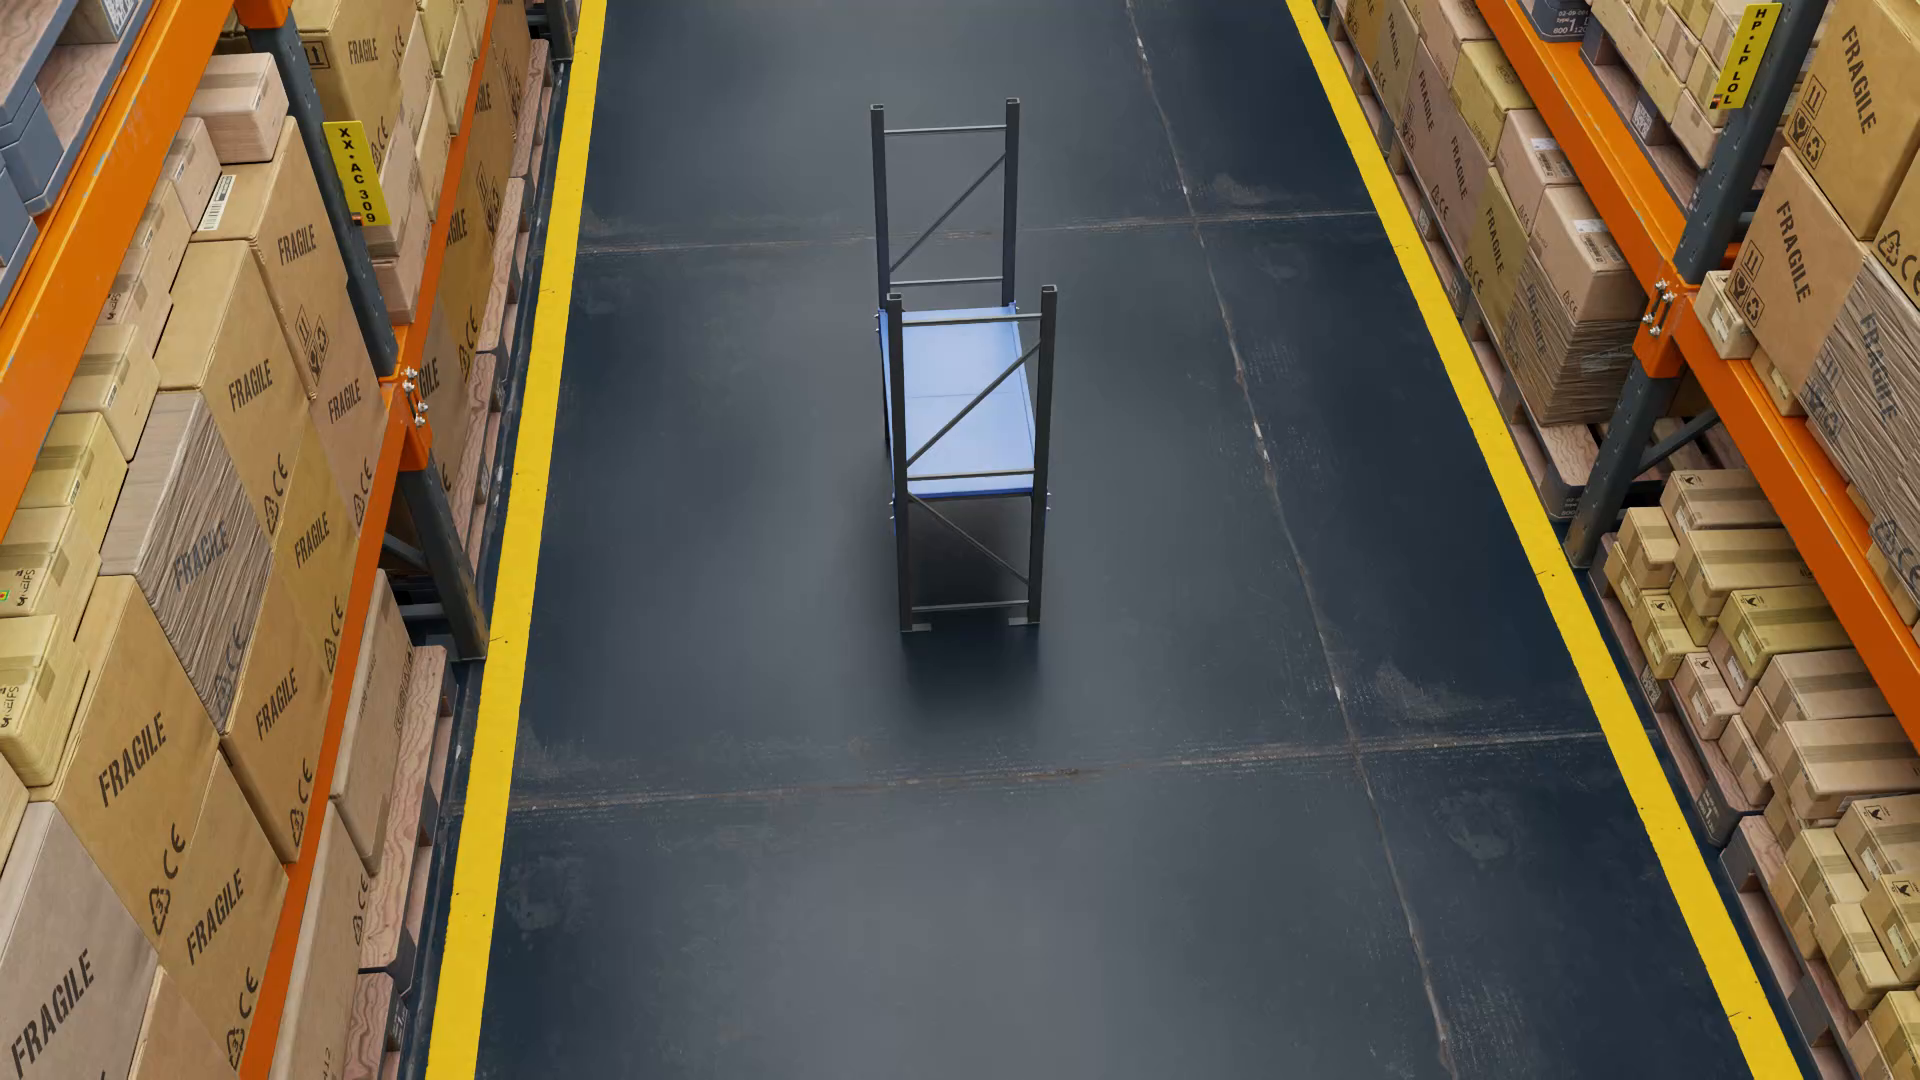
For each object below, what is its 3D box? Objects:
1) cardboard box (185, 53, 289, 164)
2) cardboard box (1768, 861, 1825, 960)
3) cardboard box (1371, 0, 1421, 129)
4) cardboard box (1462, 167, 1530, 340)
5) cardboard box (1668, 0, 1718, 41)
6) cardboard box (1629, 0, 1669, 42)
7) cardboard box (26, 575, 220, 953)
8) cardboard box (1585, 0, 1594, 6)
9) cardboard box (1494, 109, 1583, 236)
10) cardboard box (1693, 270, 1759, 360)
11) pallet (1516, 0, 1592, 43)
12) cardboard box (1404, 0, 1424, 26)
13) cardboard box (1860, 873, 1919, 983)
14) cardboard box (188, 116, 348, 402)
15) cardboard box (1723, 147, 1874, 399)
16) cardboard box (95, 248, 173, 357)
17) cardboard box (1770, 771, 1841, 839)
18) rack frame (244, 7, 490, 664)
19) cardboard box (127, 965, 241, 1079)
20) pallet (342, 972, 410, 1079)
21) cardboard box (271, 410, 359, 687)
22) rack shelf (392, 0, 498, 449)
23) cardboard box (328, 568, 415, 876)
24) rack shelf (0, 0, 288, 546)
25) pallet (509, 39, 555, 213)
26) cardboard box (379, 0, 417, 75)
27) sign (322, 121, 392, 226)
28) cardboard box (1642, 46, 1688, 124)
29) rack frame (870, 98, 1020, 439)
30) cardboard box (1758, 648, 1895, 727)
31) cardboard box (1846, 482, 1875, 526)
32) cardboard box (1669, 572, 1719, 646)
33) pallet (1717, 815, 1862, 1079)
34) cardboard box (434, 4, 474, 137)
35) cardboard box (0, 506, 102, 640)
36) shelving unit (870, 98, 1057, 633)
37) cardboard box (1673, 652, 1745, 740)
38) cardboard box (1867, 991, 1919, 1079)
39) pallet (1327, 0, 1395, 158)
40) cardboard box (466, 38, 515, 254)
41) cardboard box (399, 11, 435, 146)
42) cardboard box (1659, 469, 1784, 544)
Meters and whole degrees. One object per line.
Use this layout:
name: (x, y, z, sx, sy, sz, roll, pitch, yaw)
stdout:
cardboard box: (-1.825, -1.017, 3.943, 0.380, 0.149, 0.250, -4, 47, -4)
cardboard box: (2.616, 1.062, 4.853, 0.380, 0.149, 0.250, -5, 47, -4)
cardboard box: (2.272, -2.282, 7.777, 0.500, 0.500, 0.500, -3, 47, -3)
cardboard box: (2.401, -1.170, 6.724, 0.500, 0.500, 0.500, -4, 47, -4)
cardboard box: (2.505, -1.729, 5.296, 0.380, 0.149, 0.250, -5, 47, -4)
cardboard box: (2.485, -1.800, 5.568, 0.380, 0.149, 0.250, -2, 47, -2)
cardboard box: (-1.733, 0.425, 3.024, 0.500, 0.500, 0.500, -3, 47, -3)
cardboard box: (2.435, -2.078, 6.035, 0.380, 0.149, 0.250, -5, 47, -5)
cardboard box: (2.412, -1.432, 6.457, 0.500, 0.250, 0.500, -1, 47, -1)
cardboard box: (2.454, -0.682, 5.003, 0.380, 0.149, 0.250, -2, 47, -2)
pallet: (2.628, -2.392, 6.581, 1.003, 0.211, 1.213, -3, 47, -3)
cardboard box: (2.280, -2.550, 7.515, 0.500, 0.250, 0.500, -4, 47, -4)
cardboard box: (2.684, 1.032, 4.471, 0.380, 0.149, 0.250, -3, 47, -3)
cardboard box: (-1.853, -0.673, 4.064, 0.500, 0.500, 0.500, -4, 47, -4)
cardboard box: (2.547, -0.757, 4.627, 0.500, 0.500, 0.500, -4, 47, -4)
cardboard box: (-1.861, -0.457, 3.412, 0.380, 0.149, 0.250, -4, 47, -4)
cardboard box: (2.654, 0.769, 4.925, 0.380, 0.149, 0.250, -2, 47, -1)
rack frame: (-2.168, -0.620, 4.771, 1.000, 3.000, 0.127, -3, 47, -3)
cardboard box: (-1.682, 1.142, 3.034, 0.500, 0.500, 0.500, -4, 47, -4)
pallet: (-2.077, 1.779, 4.420, 1.003, 0.211, 1.213, -3, 47, -3)
cardboard box: (-1.826, 0.038, 4.079, 0.500, 0.500, 0.500, -5, 47, -4)
rack shelf: (-2.335, -1.819, 6.402, 1.077, 0.370, 4.000, -3, 47, -3)
cardboard box: (-2.222, 0.578, 5.112, 0.875, 0.438, 0.875, -4, 47, -4)
rack shelf: (-2.001, 0.043, 2.573, 1.077, 0.370, 4.000, -3, 47, -3)
pallet: (-2.512, -1.980, 7.980, 1.003, 0.211, 1.213, -3, 47, -3)
cardboard box: (-1.989, -1.700, 5.037, 0.500, 0.500, 0.500, -4, 47, -4)
sign: (-1.615, -0.979, 4.461, 0.100, 0.325, 0.005, -3, 47, -3)
cardboard box: (2.503, -1.515, 5.503, 0.380, 0.149, 0.250, -3, 47, -3)
rack frame: (-0.050, -0.945, 6.112, 0.500, 1.500, 0.032, -3, 47, -3)
cardboard box: (2.657, 0.470, 5.004, 0.380, 0.149, 0.250, -5, 47, -4)
cardboard box: (2.641, -0.113, 4.464, 0.380, 0.149, 0.250, -5, 47, -5)
cardboard box: (2.578, 0.199, 5.465, 0.380, 0.149, 0.250, -3, 47, -3)
pallet: (2.953, 1.334, 4.841, 1.003, 0.211, 1.213, -3, 47, -3)
cardboard box: (-2.014, -1.648, 5.849, 0.500, 0.250, 0.500, -4, 47, -4)
cardboard box: (-1.746, 0.088, 2.896, 0.380, 0.149, 0.250, -3, 47, -3)
shelving unit: (-0.007, -0.577, 5.764, 0.538, 1.500, 1.048, -3, 47, -3)
cardboard box: (2.561, 0.495, 5.390, 0.380, 0.149, 0.250, -4, 47, -3)
cardboard box: (2.658, 1.333, 4.391, 0.380, 0.149, 0.250, -1, 47, -1)
pallet: (2.485, -2.363, 8.343, 1.003, 0.211, 1.213, -3, 47, -3)
cardboard box: (-2.457, -1.777, 7.041, 0.875, 0.875, 0.875, -3, 47, -3)
cardboard box: (-1.995, -1.451, 5.317, 0.500, 0.250, 0.500, -3, 47, -3)
cardboard box: (2.579, -0.100, 5.544, 0.380, 0.149, 0.250, -2, 47, -2)
